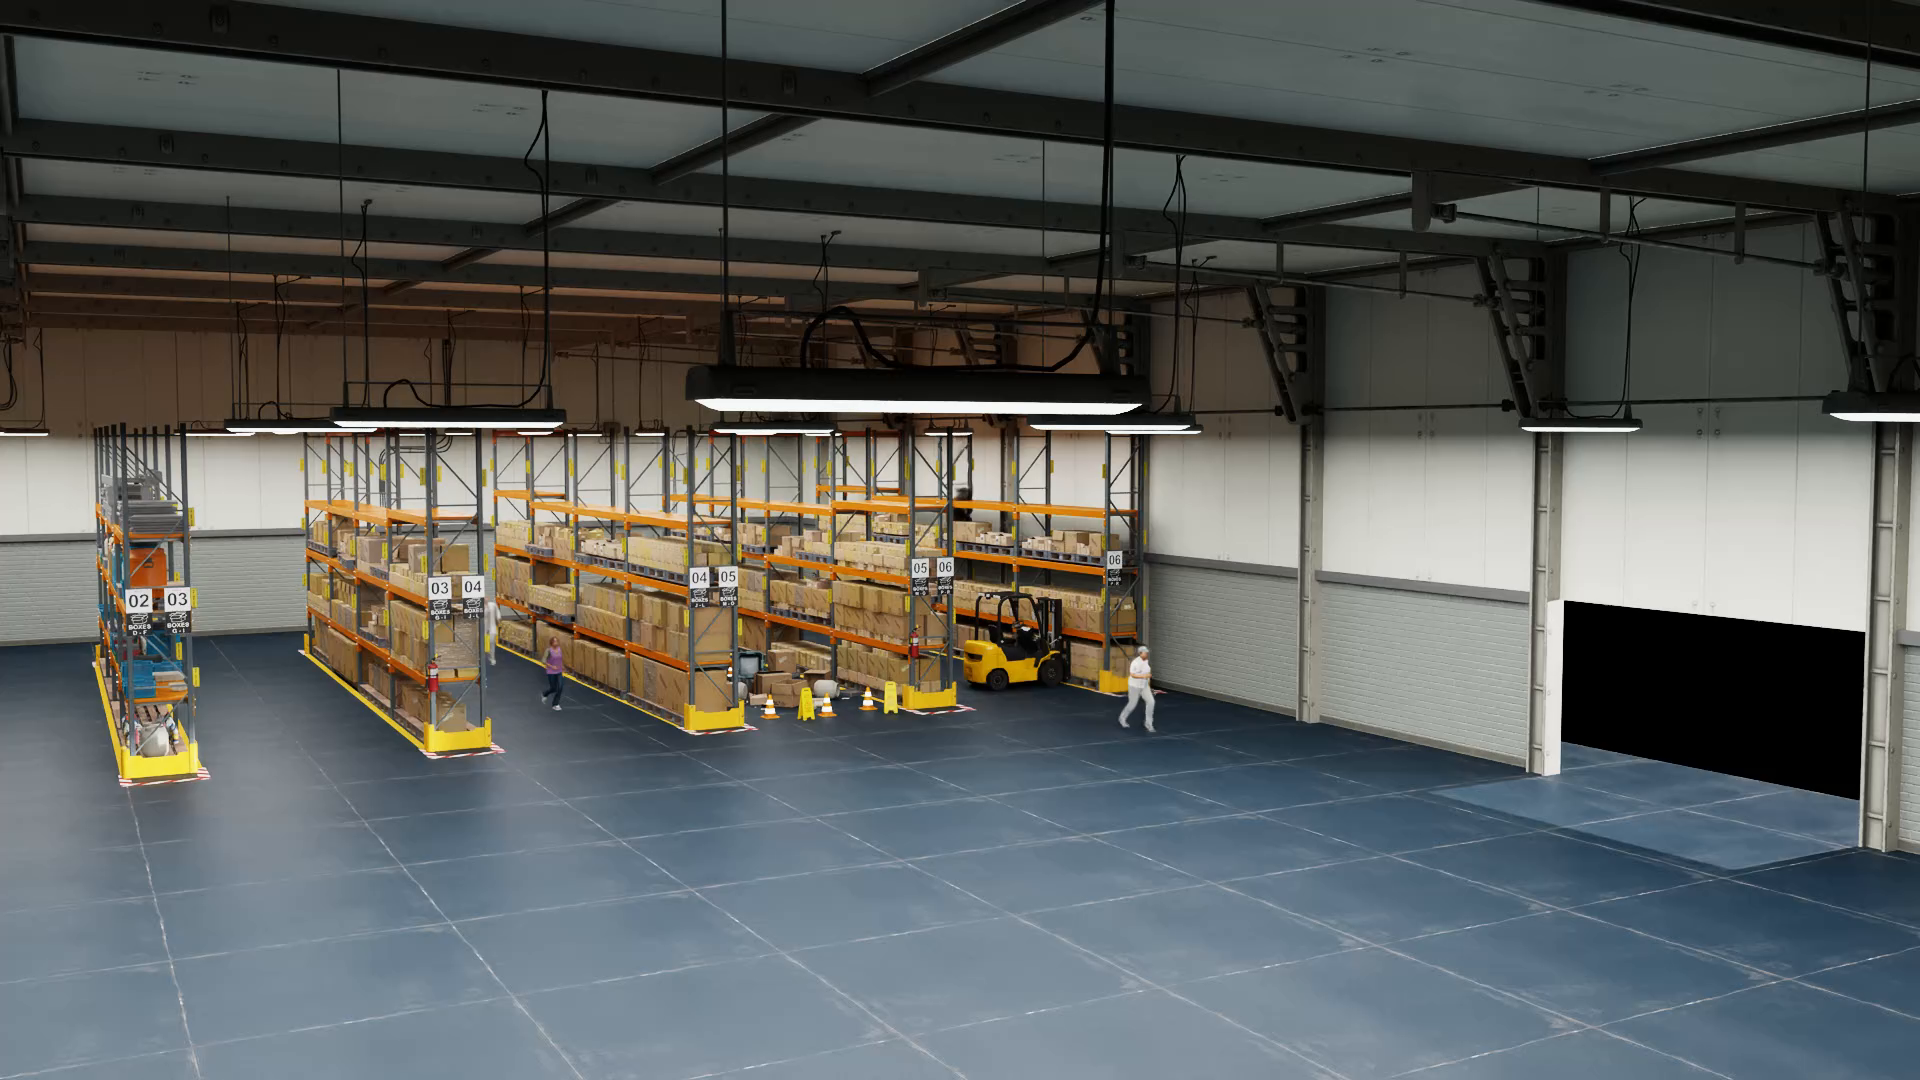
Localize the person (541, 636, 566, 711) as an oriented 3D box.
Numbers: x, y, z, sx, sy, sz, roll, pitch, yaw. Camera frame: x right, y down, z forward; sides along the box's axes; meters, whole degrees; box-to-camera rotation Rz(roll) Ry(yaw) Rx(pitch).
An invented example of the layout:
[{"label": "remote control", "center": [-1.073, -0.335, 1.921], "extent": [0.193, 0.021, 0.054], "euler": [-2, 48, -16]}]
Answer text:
[{"label": "person", "center": [-8.604, 2.814, 35.173], "extent": [0.625, 1.559, 0.542], "euler": [3, 5, 40]}]

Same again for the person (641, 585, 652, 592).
[{"label": "person", "center": [-9.420, 1.836, 50.282], "extent": [0.829, 1.727, 0.628], "euler": [-1, 4, -21]}]

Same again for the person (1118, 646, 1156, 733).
[{"label": "person", "center": [3.479, 2.931, 32.679], "extent": [0.877, 1.703, 0.627], "euler": [3, 5, 42]}]

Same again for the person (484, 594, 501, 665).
[{"label": "person", "center": [-12.073, 2.260, 42.480], "extent": [0.730, 1.787, 1.052], "euler": [-2, 4, -24]}]
